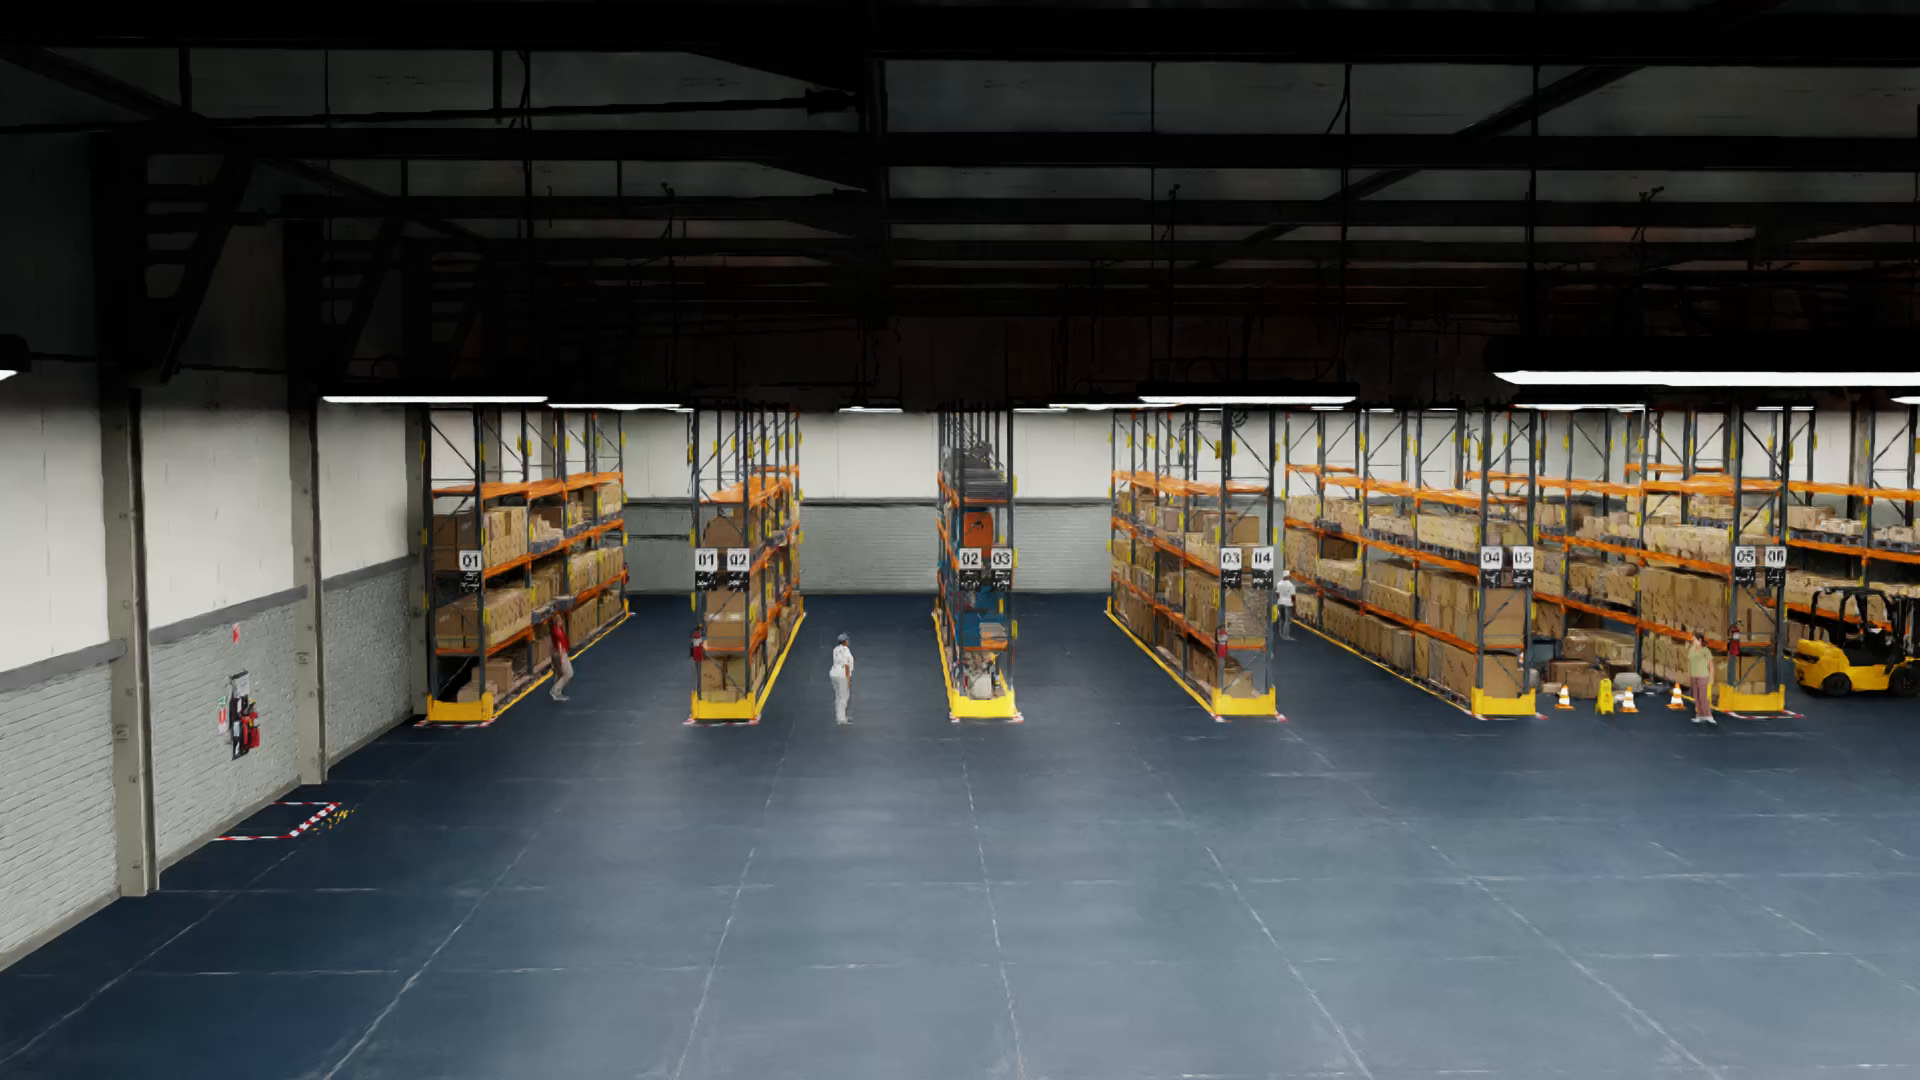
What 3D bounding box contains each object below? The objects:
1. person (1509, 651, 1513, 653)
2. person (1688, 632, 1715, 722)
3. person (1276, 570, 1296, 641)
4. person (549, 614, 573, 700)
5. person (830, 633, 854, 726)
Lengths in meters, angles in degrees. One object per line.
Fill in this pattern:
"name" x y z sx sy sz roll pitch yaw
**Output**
"person" 12.427 2.030 37.981 0.527 1.592 0.522 2 5 28
"person" 13.739 2.554 30.815 0.368 1.637 0.557 -3 5 -34
"person" 8.259 1.641 41.918 0.452 1.768 0.632 -3 5 -33
"person" -7.980 2.347 33.138 0.424 1.721 0.578 -2 5 -28
"person" -2.141 2.552 30.654 0.463 1.673 0.579 -3 5 -31
